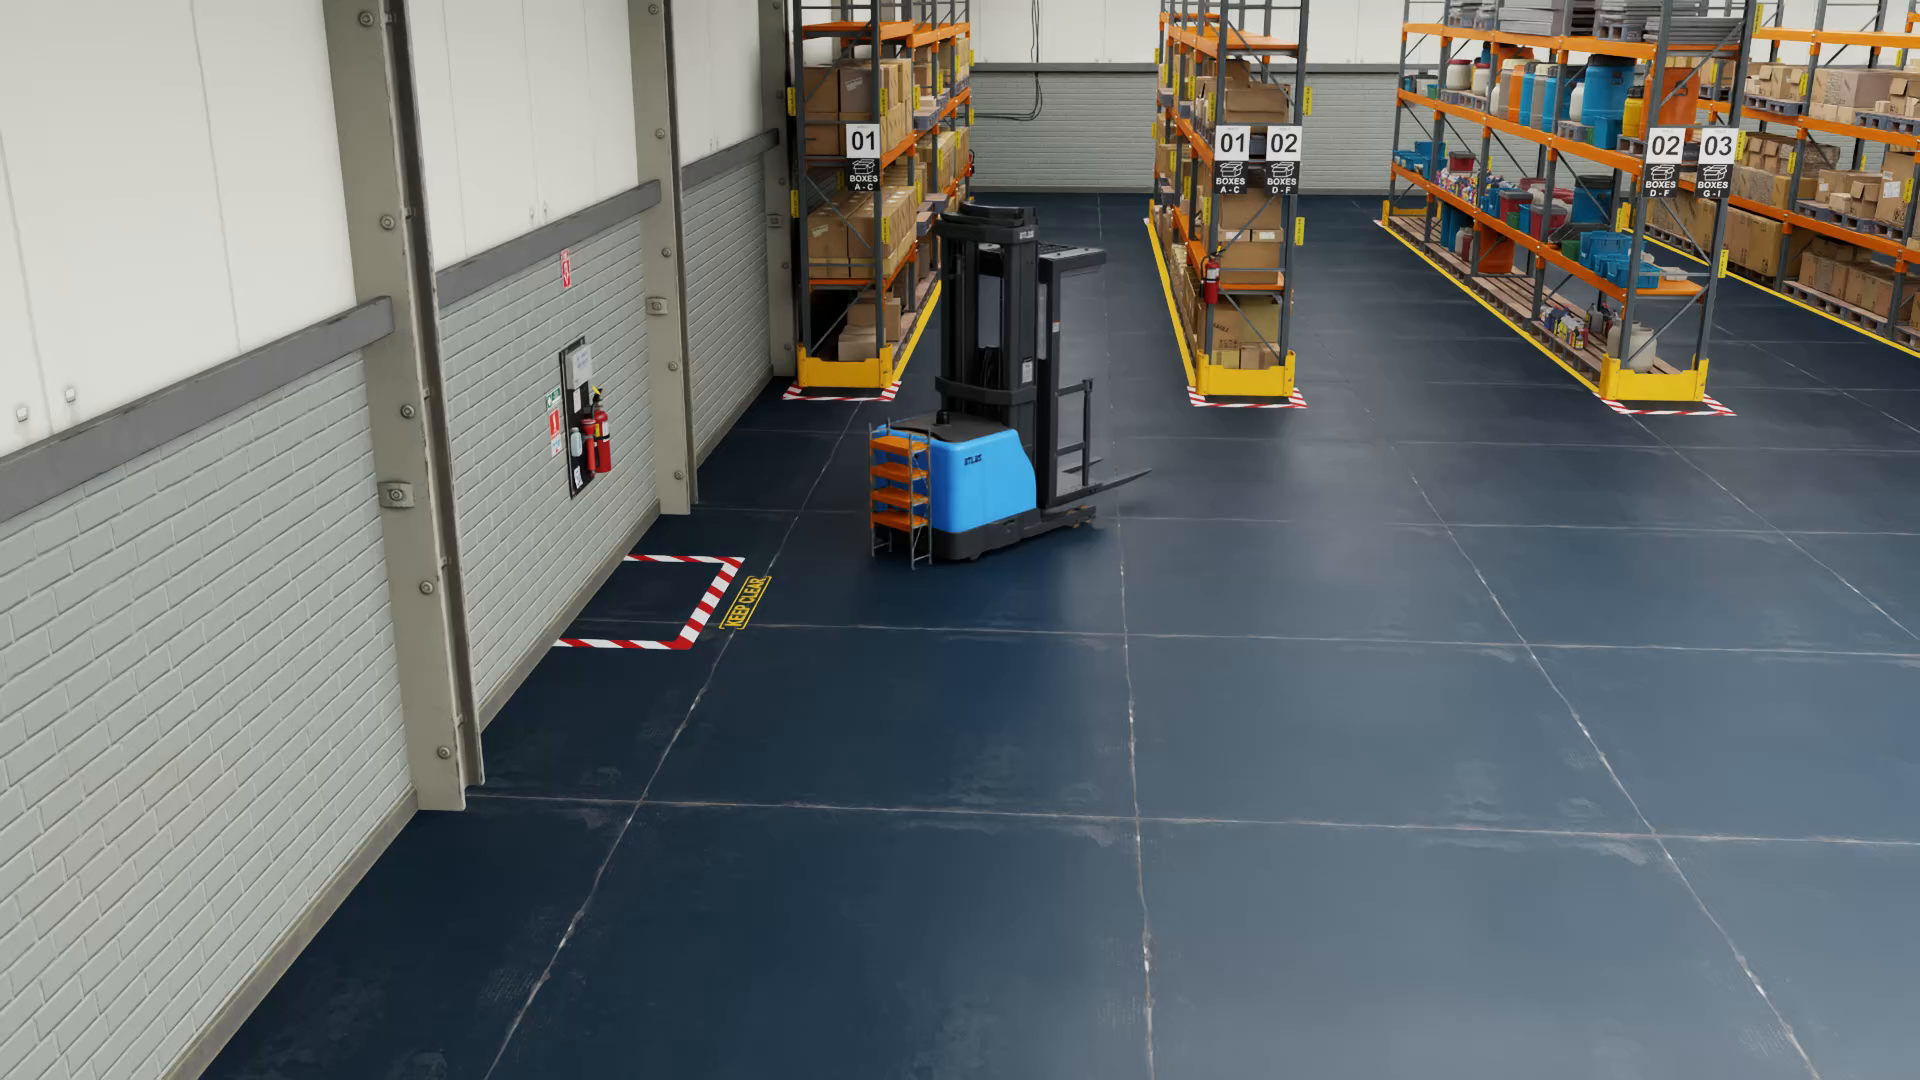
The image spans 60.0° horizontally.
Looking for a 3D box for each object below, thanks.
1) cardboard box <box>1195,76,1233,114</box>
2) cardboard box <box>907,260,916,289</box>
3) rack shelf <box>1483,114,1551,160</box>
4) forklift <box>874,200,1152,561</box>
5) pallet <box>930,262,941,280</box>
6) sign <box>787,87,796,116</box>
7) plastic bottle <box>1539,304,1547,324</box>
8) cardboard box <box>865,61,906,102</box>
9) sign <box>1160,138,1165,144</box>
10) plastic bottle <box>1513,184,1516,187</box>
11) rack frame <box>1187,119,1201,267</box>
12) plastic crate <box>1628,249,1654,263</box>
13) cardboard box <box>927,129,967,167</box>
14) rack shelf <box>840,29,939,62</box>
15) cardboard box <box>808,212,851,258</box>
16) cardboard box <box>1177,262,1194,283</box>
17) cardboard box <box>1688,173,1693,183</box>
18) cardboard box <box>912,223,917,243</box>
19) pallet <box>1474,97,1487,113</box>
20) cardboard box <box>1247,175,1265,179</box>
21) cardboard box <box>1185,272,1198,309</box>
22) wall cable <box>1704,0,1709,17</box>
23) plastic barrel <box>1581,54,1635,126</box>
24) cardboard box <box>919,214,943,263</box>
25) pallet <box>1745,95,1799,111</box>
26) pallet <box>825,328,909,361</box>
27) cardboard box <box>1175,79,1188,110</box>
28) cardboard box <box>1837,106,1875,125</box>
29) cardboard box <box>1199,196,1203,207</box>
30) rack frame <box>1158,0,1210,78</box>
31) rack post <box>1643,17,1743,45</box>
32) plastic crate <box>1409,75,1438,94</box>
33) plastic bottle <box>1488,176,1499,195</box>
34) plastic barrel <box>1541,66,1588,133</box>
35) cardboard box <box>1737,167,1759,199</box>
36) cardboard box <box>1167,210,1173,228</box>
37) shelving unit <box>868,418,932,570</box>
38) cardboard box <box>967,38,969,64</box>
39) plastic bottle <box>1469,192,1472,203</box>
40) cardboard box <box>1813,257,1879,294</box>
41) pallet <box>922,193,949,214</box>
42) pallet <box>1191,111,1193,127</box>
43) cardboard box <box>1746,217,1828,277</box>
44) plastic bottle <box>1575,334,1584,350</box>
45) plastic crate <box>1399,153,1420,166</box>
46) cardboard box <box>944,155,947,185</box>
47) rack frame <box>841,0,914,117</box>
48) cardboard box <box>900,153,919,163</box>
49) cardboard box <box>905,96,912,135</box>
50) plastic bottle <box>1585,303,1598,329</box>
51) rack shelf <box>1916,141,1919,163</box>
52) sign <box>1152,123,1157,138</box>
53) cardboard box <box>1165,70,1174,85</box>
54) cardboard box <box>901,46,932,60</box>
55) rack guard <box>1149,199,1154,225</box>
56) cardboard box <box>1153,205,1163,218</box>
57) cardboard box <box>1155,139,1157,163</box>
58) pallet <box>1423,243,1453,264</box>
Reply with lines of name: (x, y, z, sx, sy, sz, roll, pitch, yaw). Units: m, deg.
cardboard box: (3.481, -6.079, 22.780, 0.500, 0.500, 0.500, 3, 18, 8)
cardboard box: (-1.061, -4.169, 26.137, 0.700, 0.500, 0.500, 1, 18, 5)
rack shelf: (8.864, -6.083, 25.009, 1.077, 0.370, 4.000, 1, 18, 4)
forklift: (0.611, -1.597, 15.091, 1.130, 2.935, 3.031, 16, 24, 40)
pallet: (-0.743, -4.760, 29.111, 1.003, 0.211, 1.213, 1, 18, 4)
sign: (-2.000, -5.222, 19.804, 0.100, 0.325, 0.005, 1, 18, 4)
plastic bottle: (8.260, -3.202, 23.552, 0.097, 0.271, 0.097, 0, 18, 0)
cardboard box: (-0.982, -6.063, 21.992, 0.500, 0.500, 0.500, 1, 18, 2)
sign: (3.812, -7.396, 31.287, 0.100, 0.325, 0.005, 1, 18, 4)
plastic bottle: (9.466, -5.948, 28.447, 0.061, 0.283, 0.133, 1, 18, 4)
rack frame: (3.780, -4.490, 23.809, 1.000, 3.000, 0.127, 1, 18, 4)
plastic crate: (8.857, -3.743, 21.953, 0.530, 0.136, 0.437, 1, 18, 4)
cardboard box: (-0.368, -8.084, 34.296, 0.980, 0.700, 0.700, 1, 18, 3)
rack shelf: (-1.018, -7.540, 25.279, 1.077, 0.370, 4.000, 1, 18, 4)
cardboard box: (-1.626, -3.803, 20.716, 0.500, 0.500, 0.500, 1, 18, 3)
cardboard box: (3.592, -4.098, 25.454, 0.500, 0.311, 0.500, 1, 18, 4)
cardboard box: (13.948, -6.815, 31.308, 0.380, 0.149, 0.250, 2, 18, 5)
cardboard box: (-0.893, -4.384, 23.694, 0.500, 0.250, 0.500, 1, 18, 4)
pallet: (9.160, -7.192, 27.540, 1.003, 0.211, 1.213, 1, 18, 4)
cardboard box: (3.611, -4.393, 21.269, 0.700, 0.500, 0.500, 1, 18, 4)
cardboard box: (3.407, -3.447, 23.162, 0.500, 0.500, 0.500, 1, 18, 4)
wall cable: (18.364, -14.054, 38.194, 2.277, 5.999, 0.120, 1, 18, 4)
plastic barrel: (8.542, -5.935, 21.922, 0.600, 0.901, 0.708, 1, 18, 4)
cardboard box: (-0.691, -5.245, 28.892, 0.750, 0.750, 0.750, 1, 18, 3)
pallet: (14.018, -7.394, 28.159, 1.003, 0.211, 1.213, 2, 18, 6)
pallet: (-1.259, -2.685, 22.779, 1.003, 0.211, 1.213, 1, 18, 4)
cardboard box: (4.101, -7.500, 28.017, 0.910, 0.500, 0.500, 1, 18, 4)
cardboard box: (13.595, -6.405, 25.076, 0.500, 0.250, 0.500, 2, 18, 5)
cardboard box: (3.568, -4.767, 23.451, 0.380, 0.149, 0.250, 1, 18, 4)
rack frame: (4.640, -11.068, 34.249, 1.000, 3.000, 0.127, 1, 18, 4)
rack post: (8.615, -5.981, 19.528, 0.937, 0.300, 0.954, 3, 18, 10)
plastic crate: (9.197, -9.033, 32.955, 0.504, 0.338, 0.767, 1, 18, 4)
plastic bottle: (9.314, -6.166, 29.004, 0.144, 0.351, 0.185, 1, 18, 4)
plastic barrel: (8.541, -6.205, 23.420, 0.600, 0.901, 0.708, 1, 18, 4)
cardboard box: (13.849, -6.191, 28.838, 0.500, 0.500, 0.500, 2, 18, 5)
cardboard box: (3.969, -5.741, 29.731, 0.500, 0.250, 0.500, 1, 18, 3)
shelving unit: (-0.511, -0.393, 14.193, 0.503, 1.200, 0.258, 16, 24, 40)
cardboard box: (-0.081, -10.051, 34.163, 0.500, 0.500, 0.500, 1, 18, 4)
plastic bottle: (8.661, -5.799, 28.122, 0.097, 0.201, 0.097, 0, 18, 0)
cardboard box: (13.892, -4.150, 26.080, 0.700, 0.500, 0.500, 0, 18, -1)
pallet: (-0.819, -5.527, 27.282, 1.213, 0.211, 1.003, 1, 18, 4)
pallet: (3.831, -6.099, 24.209, 0.805, 0.209, 1.217, 1, 18, 2)
cardboard box: (14.018, -4.914, 27.840, 1.225, 0.875, 0.875, 0, 18, 1)
plastic bottle: (8.128, -2.596, 21.815, 0.097, 0.201, 0.097, 0, 18, 0)
plastic crate: (9.188, -7.781, 34.023, 0.416, 0.233, 0.300, 1, 18, 4)
cardboard box: (-0.501, -6.502, 29.278, 0.500, 0.500, 0.500, 1, 18, 4)
rack frame: (-1.161, -7.450, 23.209, 1.000, 3.000, 0.127, 1, 18, 4)
cardboard box: (-0.869, -6.299, 27.420, 0.380, 0.149, 0.250, -1, 18, -3)
cardboard box: (-0.951, -5.919, 23.159, 0.500, 0.500, 0.500, 2, 18, 5)
plastic bottle: (8.818, -3.125, 23.192, 0.144, 0.351, 0.185, 1, 18, 4)
rack shelf: (13.517, -4.730, 20.880, 1.077, 0.370, 4.000, 1, 18, 4)
sign: (4.099, -8.641, 35.085, 0.100, 0.325, 0.005, 1, 18, 4)
cardboard box: (4.118, -8.724, 31.350, 0.500, 0.250, 0.500, 1, 18, 4)
cardboard box: (-0.781, -8.852, 30.233, 0.500, 0.250, 0.500, 3, 18, 8)
rack guard: (4.635, -7.006, 35.500, 1.175, 0.500, 0.348, 1, 18, 4)
cardboard box: (4.283, -6.802, 34.573, 0.500, 0.250, 0.500, 1, 18, 4)
cardboard box: (4.346, -8.133, 34.765, 0.500, 0.500, 0.500, 2, 18, 5)
pallet: (9.197, -5.299, 30.757, 1.003, 0.211, 1.213, 1, 18, 4)
